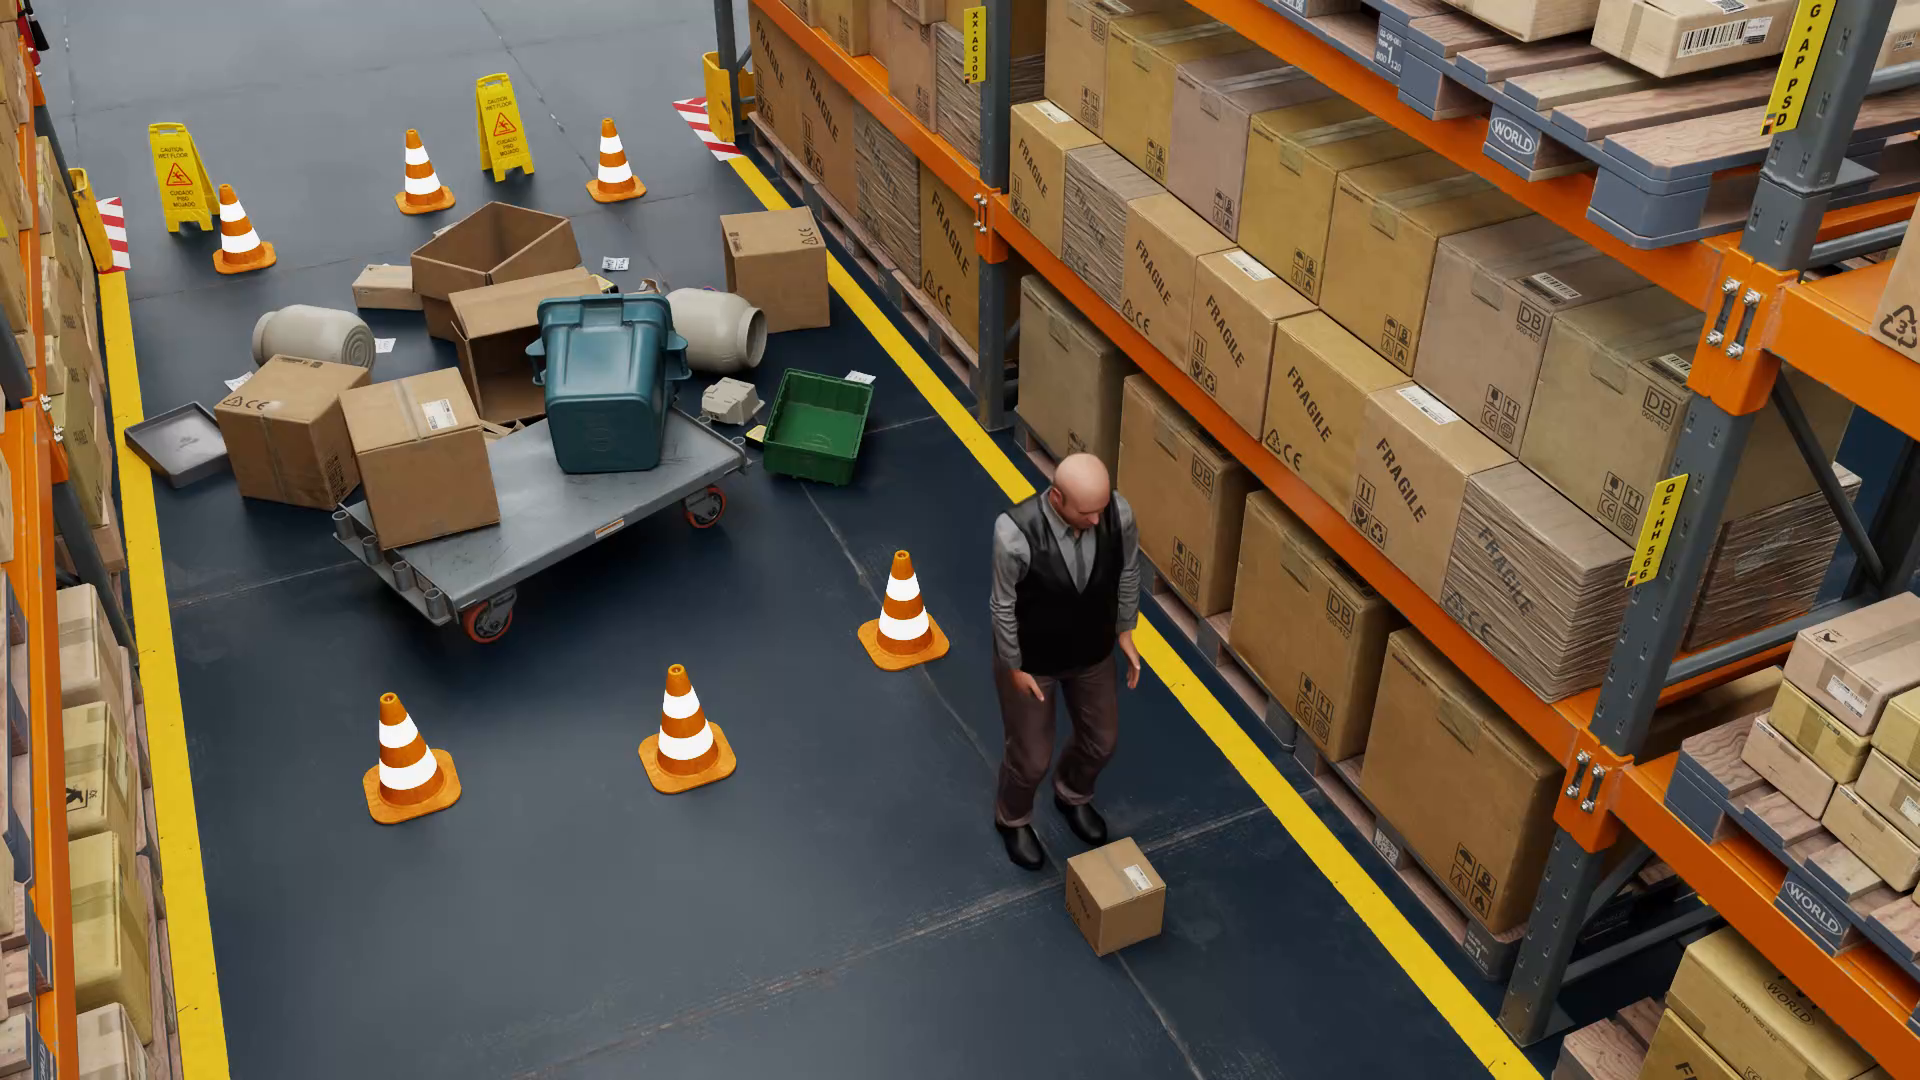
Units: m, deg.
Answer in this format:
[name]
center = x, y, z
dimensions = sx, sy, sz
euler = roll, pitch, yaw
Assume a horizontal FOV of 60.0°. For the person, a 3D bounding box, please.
[person]
center = 0.353, 0.360, 5.674
dimensions = 0.549, 1.629, 0.397
euler = -15, 39, -19
